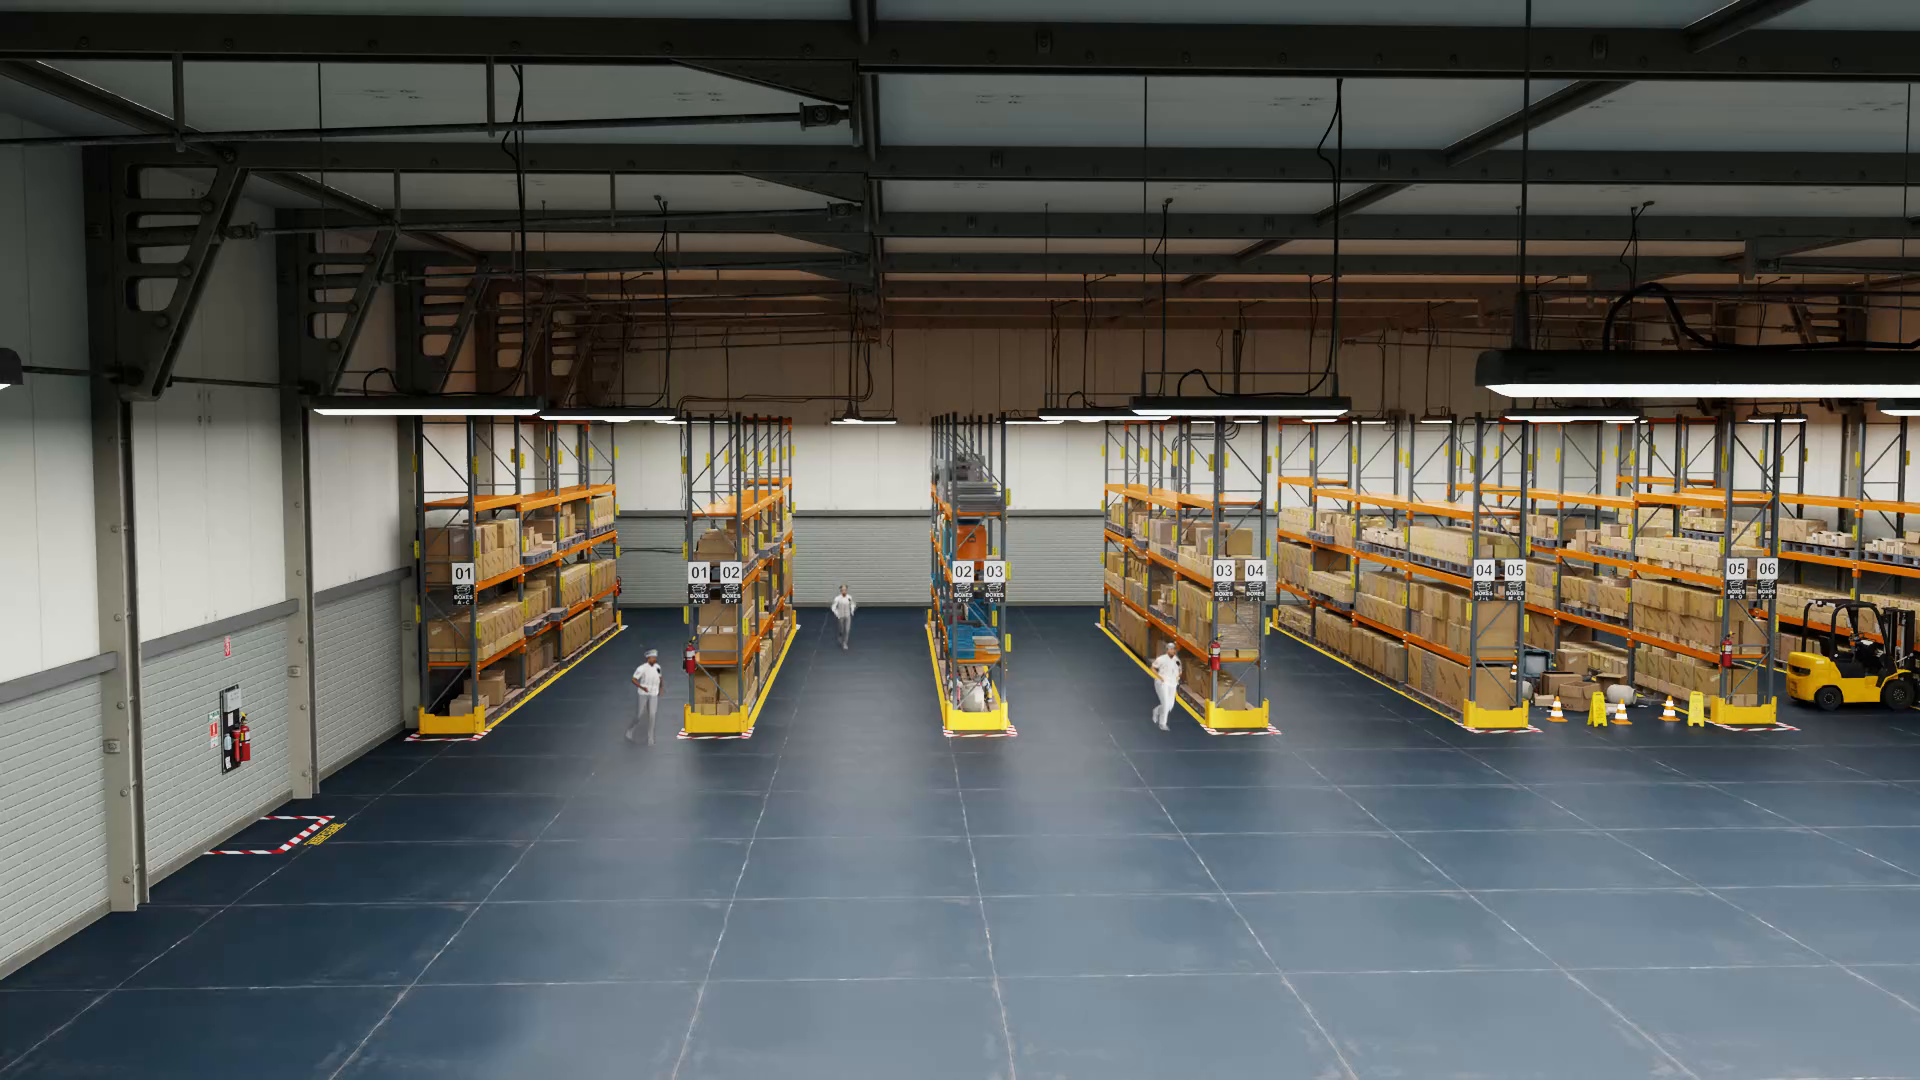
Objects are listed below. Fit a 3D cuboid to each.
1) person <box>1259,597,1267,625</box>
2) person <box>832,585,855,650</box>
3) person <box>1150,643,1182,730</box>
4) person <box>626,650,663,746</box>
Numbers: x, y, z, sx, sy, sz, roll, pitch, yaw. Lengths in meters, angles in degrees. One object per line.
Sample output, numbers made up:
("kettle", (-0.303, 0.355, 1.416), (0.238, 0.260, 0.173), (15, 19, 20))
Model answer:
("person", (7.945, 1.852, 44.706), (0.663, 1.644, 0.569), (0, 4, -1))
("person", (-2.994, 1.984, 42.954), (0.622, 1.666, 0.702), (-1, 4, -14))
("person", (3.940, 2.775, 31.717), (0.647, 1.635, 0.677), (-2, 4, -22))
("person", (-5.649, 2.826, 30.178), (0.662, 1.675, 0.921), (-2, 5, -31))
